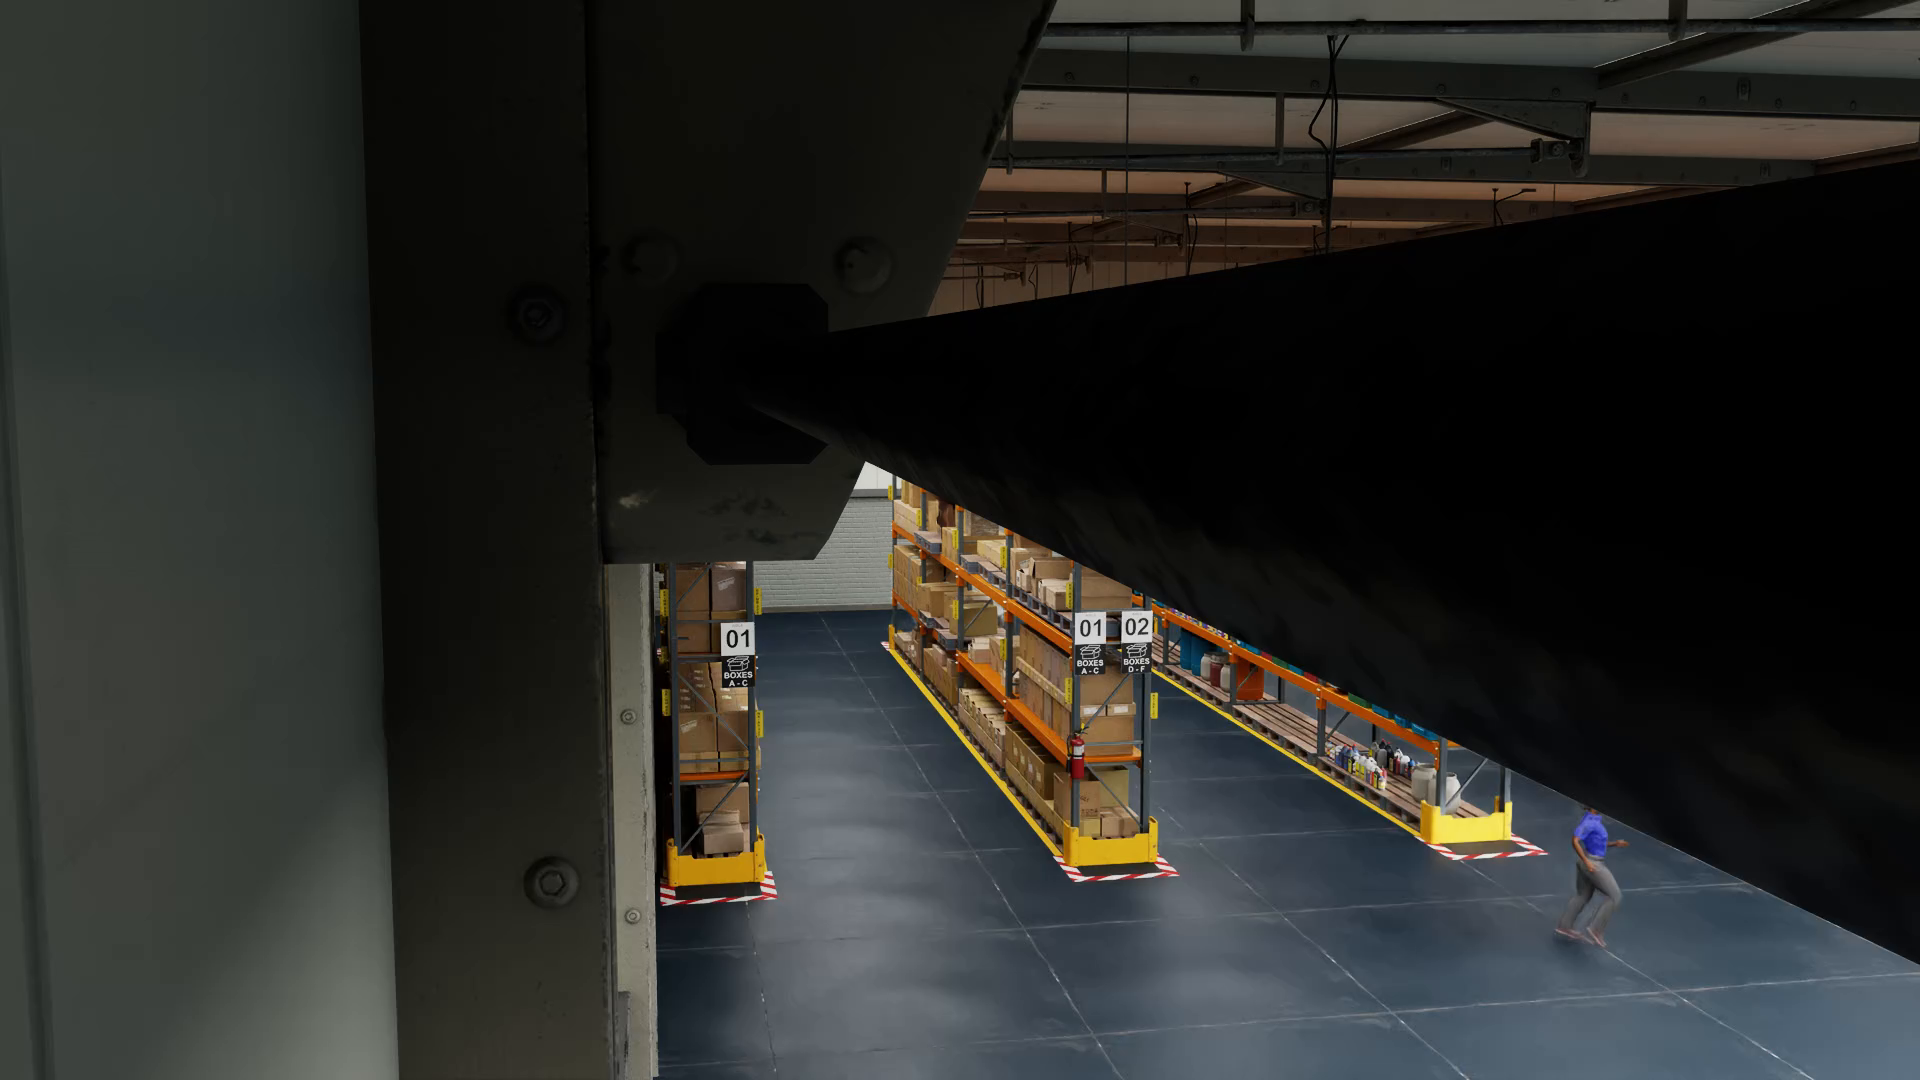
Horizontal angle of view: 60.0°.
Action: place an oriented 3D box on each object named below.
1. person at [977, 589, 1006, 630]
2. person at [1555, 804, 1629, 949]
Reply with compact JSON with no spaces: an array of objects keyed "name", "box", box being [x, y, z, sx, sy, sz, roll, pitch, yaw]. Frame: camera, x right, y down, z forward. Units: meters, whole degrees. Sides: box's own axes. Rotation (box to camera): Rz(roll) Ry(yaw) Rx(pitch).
[{"name":"person","box":[0.779,1.473,36.956,0.831,1.805,0.709,5,8,41]},{"name":"person","box":[6.865,3.574,18.008,0.702,1.690,0.542,1,6,10]}]
